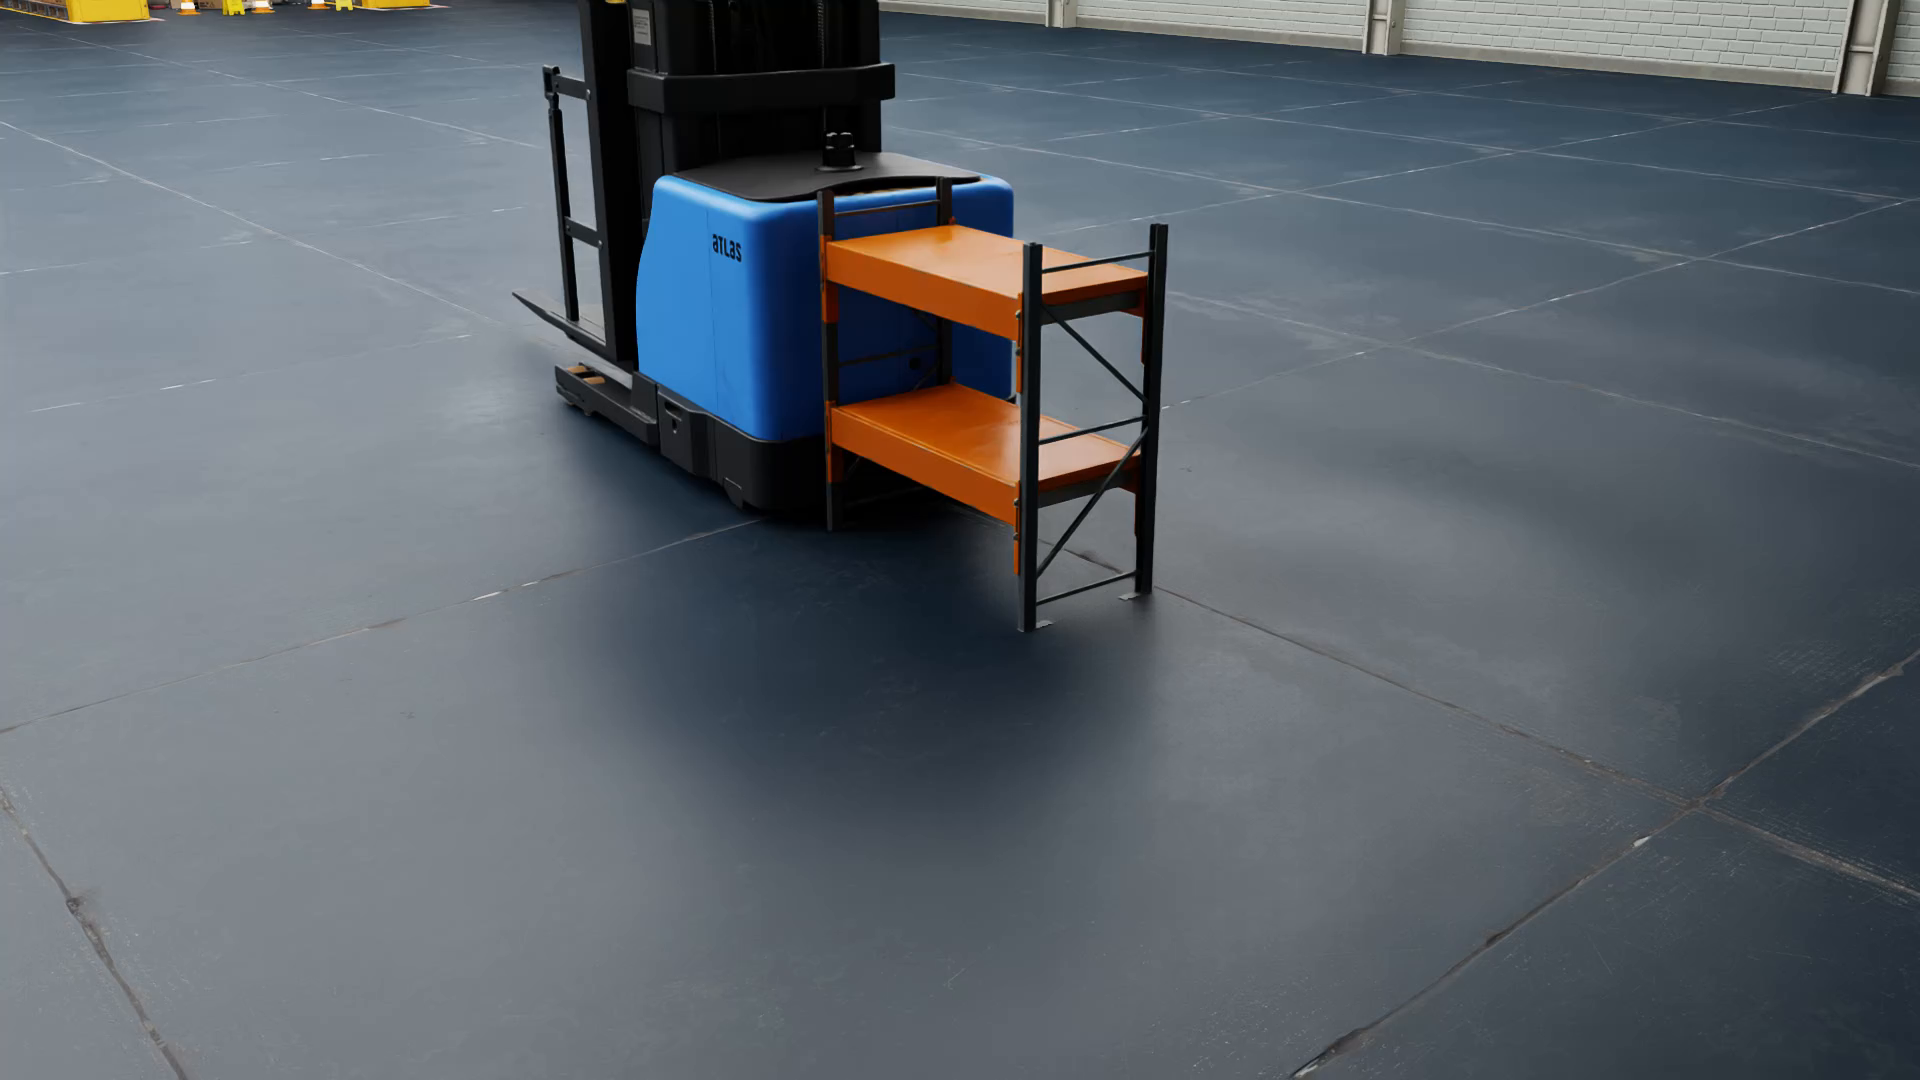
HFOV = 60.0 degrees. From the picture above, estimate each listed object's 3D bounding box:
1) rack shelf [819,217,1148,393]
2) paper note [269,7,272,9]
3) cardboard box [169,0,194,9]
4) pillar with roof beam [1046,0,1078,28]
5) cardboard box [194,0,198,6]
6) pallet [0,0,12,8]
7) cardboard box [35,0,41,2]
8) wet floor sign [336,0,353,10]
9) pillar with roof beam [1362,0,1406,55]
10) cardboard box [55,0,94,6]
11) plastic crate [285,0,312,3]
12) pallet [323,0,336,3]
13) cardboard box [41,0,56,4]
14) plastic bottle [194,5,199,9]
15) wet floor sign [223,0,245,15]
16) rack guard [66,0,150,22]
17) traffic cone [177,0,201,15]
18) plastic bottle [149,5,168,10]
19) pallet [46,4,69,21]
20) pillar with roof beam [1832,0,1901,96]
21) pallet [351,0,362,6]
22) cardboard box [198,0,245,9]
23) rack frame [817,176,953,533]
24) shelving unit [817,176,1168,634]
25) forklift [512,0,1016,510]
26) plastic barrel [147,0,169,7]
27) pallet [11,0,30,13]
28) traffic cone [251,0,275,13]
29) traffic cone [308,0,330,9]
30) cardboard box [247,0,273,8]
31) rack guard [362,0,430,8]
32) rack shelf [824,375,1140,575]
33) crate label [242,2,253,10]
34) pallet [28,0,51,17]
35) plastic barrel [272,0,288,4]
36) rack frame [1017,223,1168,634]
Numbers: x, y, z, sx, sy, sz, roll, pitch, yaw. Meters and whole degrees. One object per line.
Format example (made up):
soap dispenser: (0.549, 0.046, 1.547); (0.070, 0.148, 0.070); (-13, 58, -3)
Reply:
rack shelf: (0.070, -0.732, 5.007); (0.538, 0.278, 1.000); (-15, 26, -34)
paper note: (-12.367, -9.527, 29.765); (0.142, 0.019, 0.148); (12, 24, 27)
cardboard box: (-14.020, -9.711, 29.914); (0.396, 0.266, 0.258); (-12, 25, -28)
pillar with roof beam: (-1.684, -11.165, 21.650); (9.100, 9.000, 0.400); (-17, 27, -37)
cardboard box: (-13.923, -10.162, 30.552); (0.797, 0.637, 0.503); (-17, 27, -37)
pallet: (-17.098, -9.917, 30.515); (1.003, 0.211, 1.213); (-17, 27, -37)
cardboard box: (-15.588, -9.788, 28.700); (0.875, 0.875, 0.875); (-17, 27, -37)
wet floor sign: (-10.929, -9.718, 29.412); (0.267, 0.644, 0.232); (-8, 23, -19)
pillar with roof beam: (2.232, -9.507, 17.417); (9.100, 9.000, 0.400); (-17, 27, -37)
cardboard box: (-14.419, -9.293, 27.436); (0.875, 0.875, 0.875); (-17, 27, -37)
plastic crate: (-12.450, -10.238, 31.515); (0.583, 0.080, 0.402); (12, 24, 27)
pallet: (-11.587, -10.414, 31.784); (1.003, 0.211, 1.213); (-17, 27, -37)
cardboard box: (-14.995, -9.536, 28.055); (0.875, 0.875, 0.875); (-18, 28, -38)
plastic bottle: (-13.713, -9.497, 29.648); (0.283, 0.061, 0.133); (12, 24, 27)
wet floor sign: (-12.407, -9.283, 28.299); (0.232, 0.644, 0.267); (17, 27, 36)
rack guard: (-13.911, -8.745, 27.126); (1.175, 0.500, 0.348); (-17, 27, -37)
traffic cone: (-13.197, -9.219, 28.387); (0.336, 0.463, 0.334); (-17, 27, -37)
plastic bottle: (-14.284, -9.494, 29.639); (0.133, 0.061, 0.283); (12, 24, 27)
pallet: (-14.507, -8.819, 27.712); (1.003, 0.211, 1.213); (-17, 27, -37)
pillar with roof beam: (6.149, -7.849, 13.185); (9.100, 9.000, 0.400); (-17, 27, -37)
pallet: (-10.795, -10.077, 30.923); (1.003, 0.211, 1.213); (-17, 27, -37)
cardboard box: (-13.307, -9.842, 29.922); (0.637, 0.503, 0.797); (3, 22, 9)
rack frame: (-0.235, -0.607, 5.492); (0.500, 1.125, 0.032); (-15, 26, -34)
shelving unit: (0.070, -0.459, 5.114); (0.538, 1.125, 1.048); (-15, 26, -34)
forklift: (-1.023, -1.947, 6.437); (1.130, 2.935, 3.031); (-13, 25, -30)
plastic barrel: (-14.635, -9.873, 30.110); (0.512, 0.421, 0.421); (0, 21, -1)
pallet: (-16.100, -9.493, 29.433); (1.003, 0.211, 1.213); (-17, 27, -37)
traffic cone: (-12.119, -9.394, 28.834); (0.336, 0.463, 0.334); (-17, 27, -37)
traffic cone: (-11.500, -9.752, 29.749); (0.336, 0.463, 0.334); (-17, 27, -37)
cardboard box: (-12.628, -9.675, 29.983); (0.380, 0.149, 0.250); (-4, 22, -10)
rack guard: (-10.292, -9.979, 30.276); (1.175, 0.500, 0.348); (-17, 27, -37)
rack shelf: (0.070, -0.231, 5.203); (0.538, 0.278, 1.000); (-15, 26, -34)
crate label: (-12.679, -9.445, 29.410); (0.298, 0.136, 0.250); (7, 23, 18)
pallet: (-15.300, -9.156, 28.572); (1.003, 0.211, 1.213); (-17, 27, -37)
plastic barrel: (-12.737, -10.132, 30.773); (0.512, 0.421, 0.421); (0, 21, -1)
rack frame: (0.375, -0.311, 4.735); (0.500, 1.125, 0.032); (-15, 26, -34)
